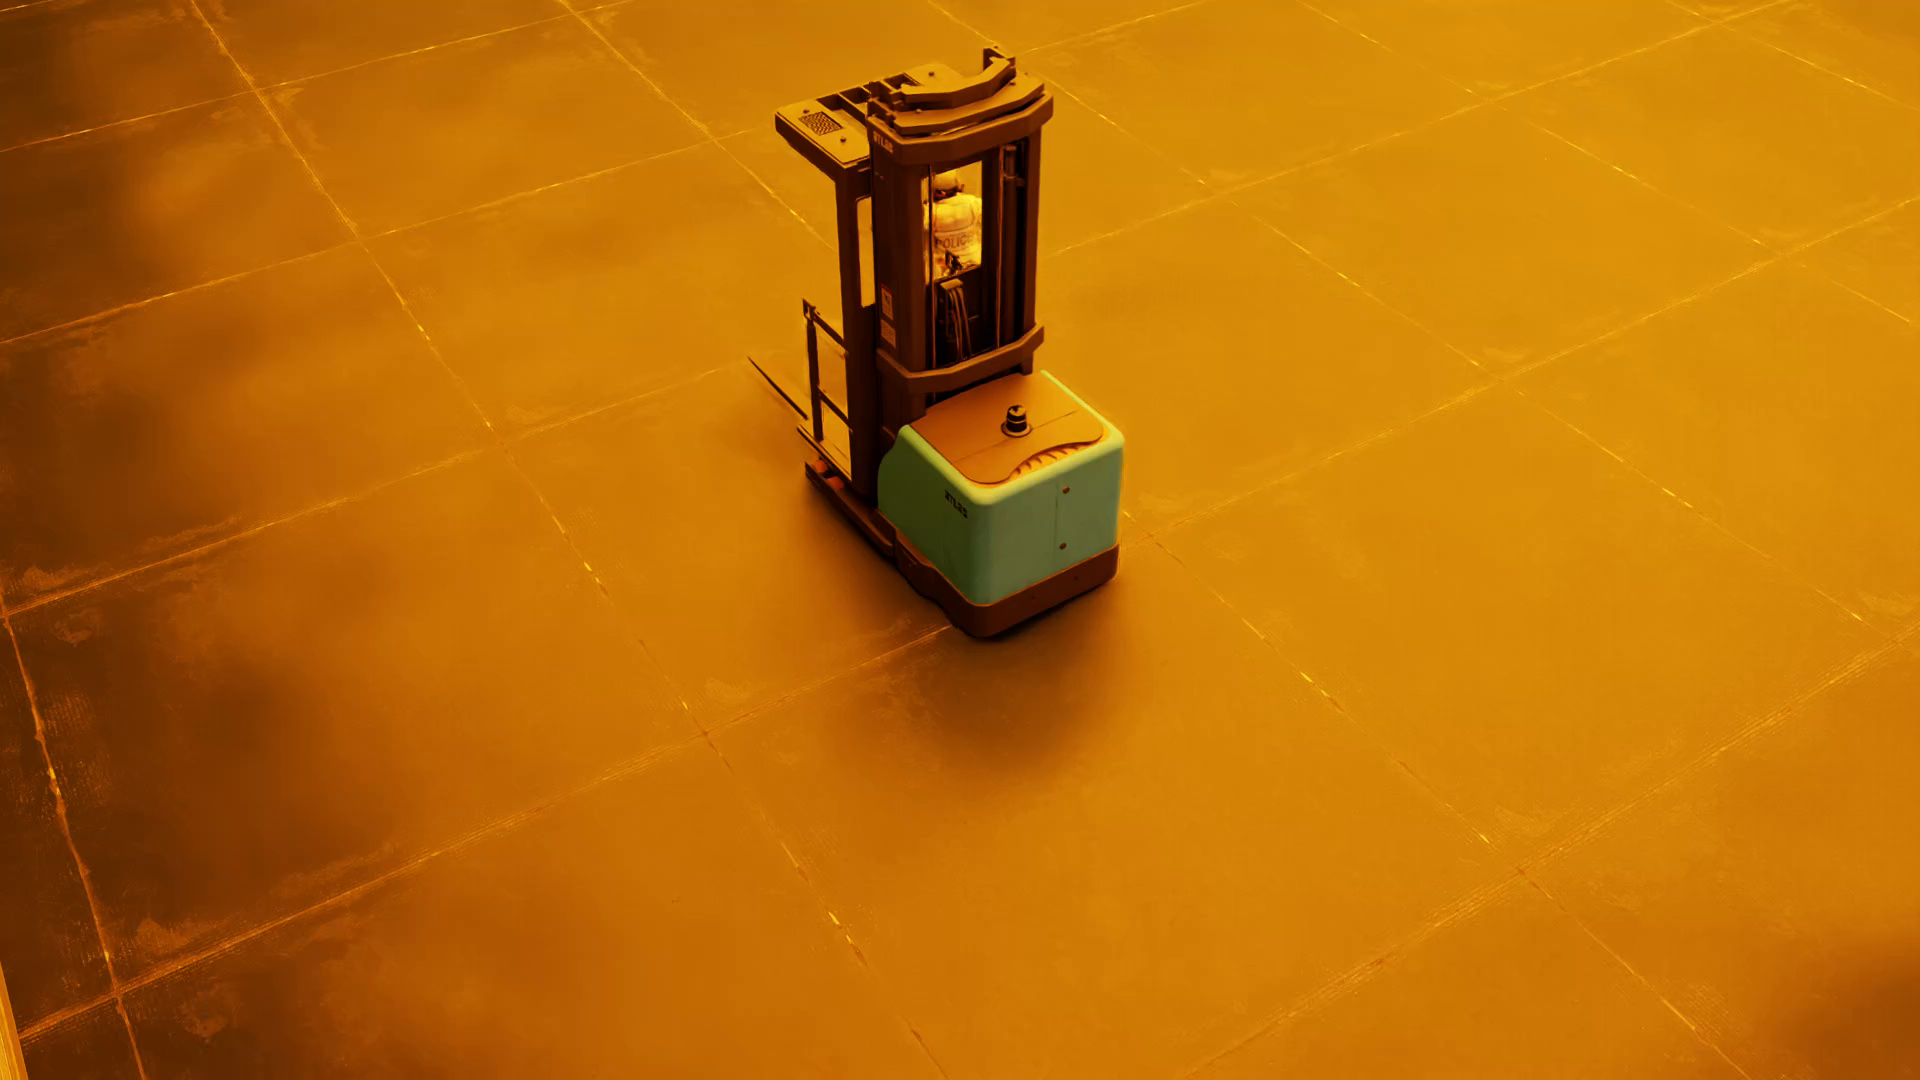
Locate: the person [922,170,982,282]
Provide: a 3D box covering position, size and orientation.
[{"bbox_3d":[-0.119,-1.911,11.182,0.702,1.588,0.690,-16,44,-17],"label":"person"}]

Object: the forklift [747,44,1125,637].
[{"bbox_3d":[-0.312,-1.494,9.580,1.130,2.935,3.031,-24,46,-25],"label":"forklift"}]
